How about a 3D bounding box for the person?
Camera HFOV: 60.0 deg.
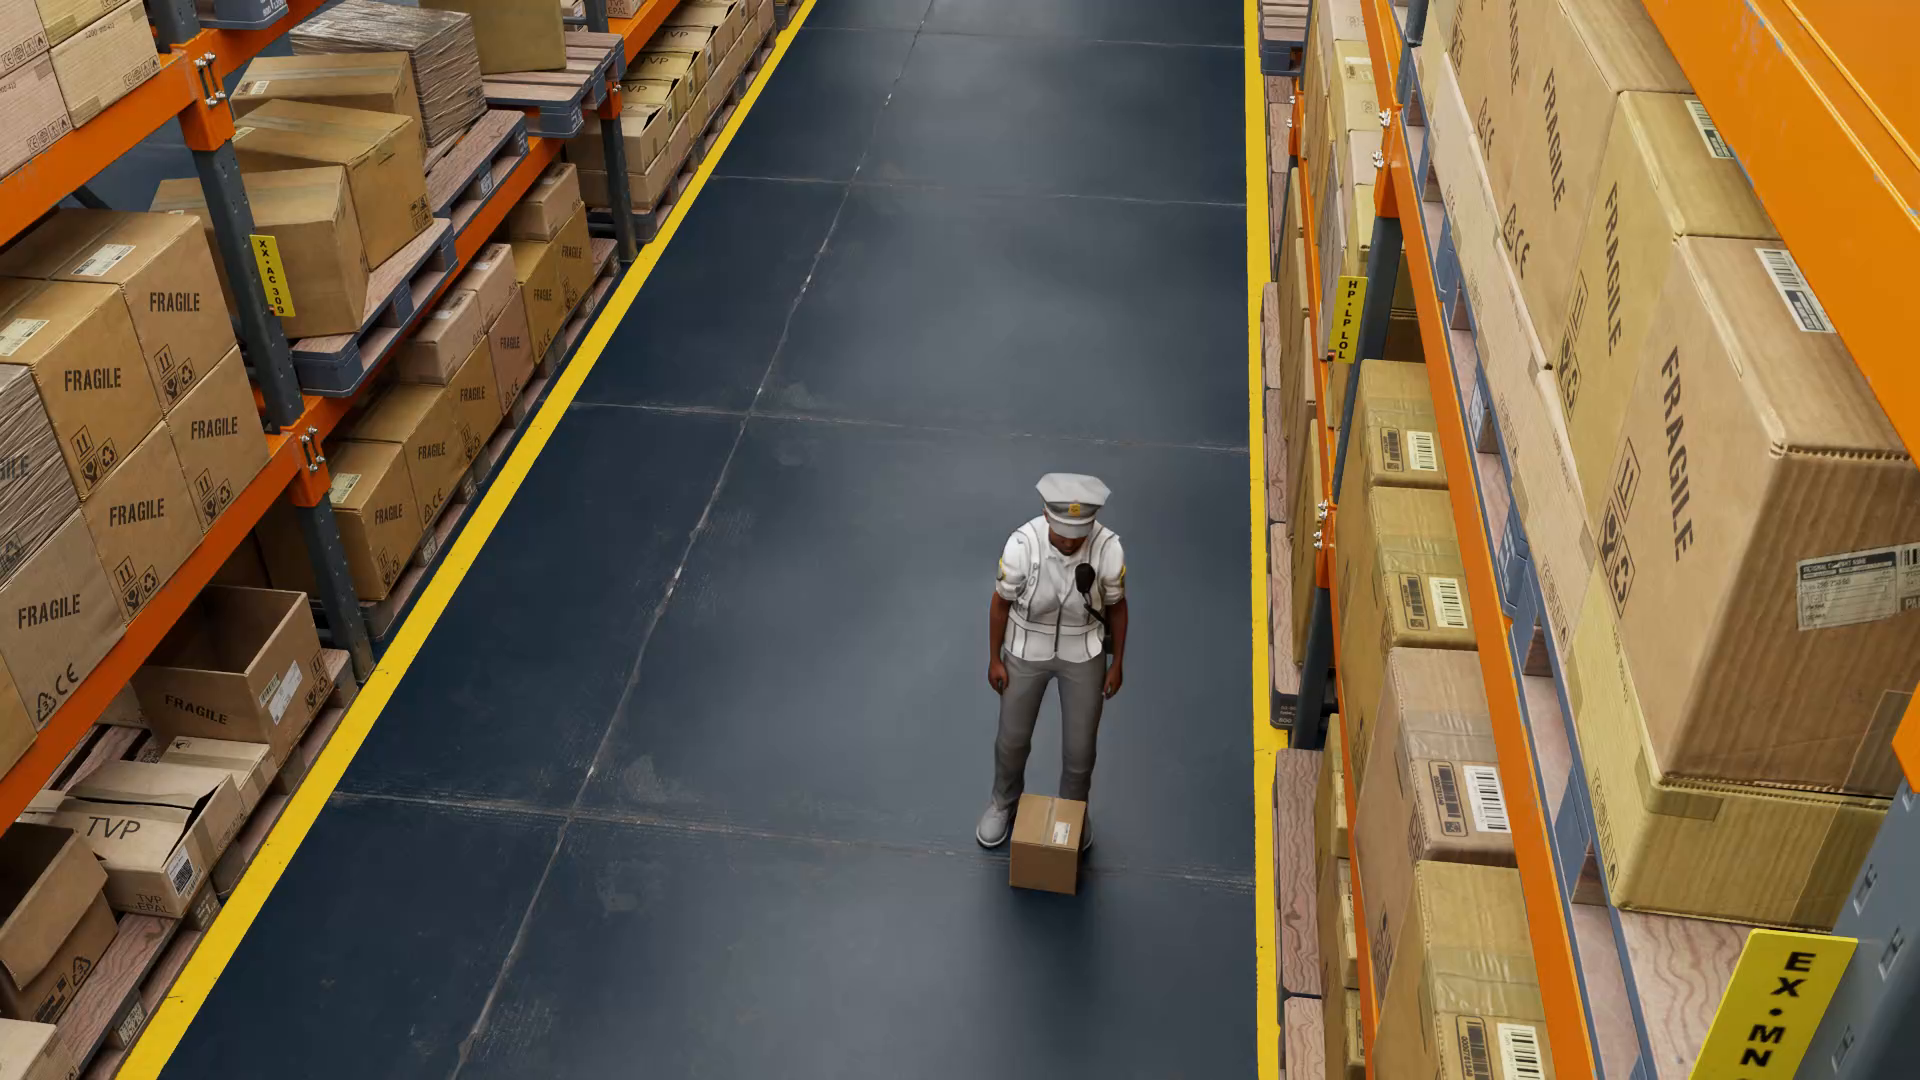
[{"bbox_3d":[0.336,0.438,6.053,0.531,1.659,0.398,2,36,3],"label":"person"}]
